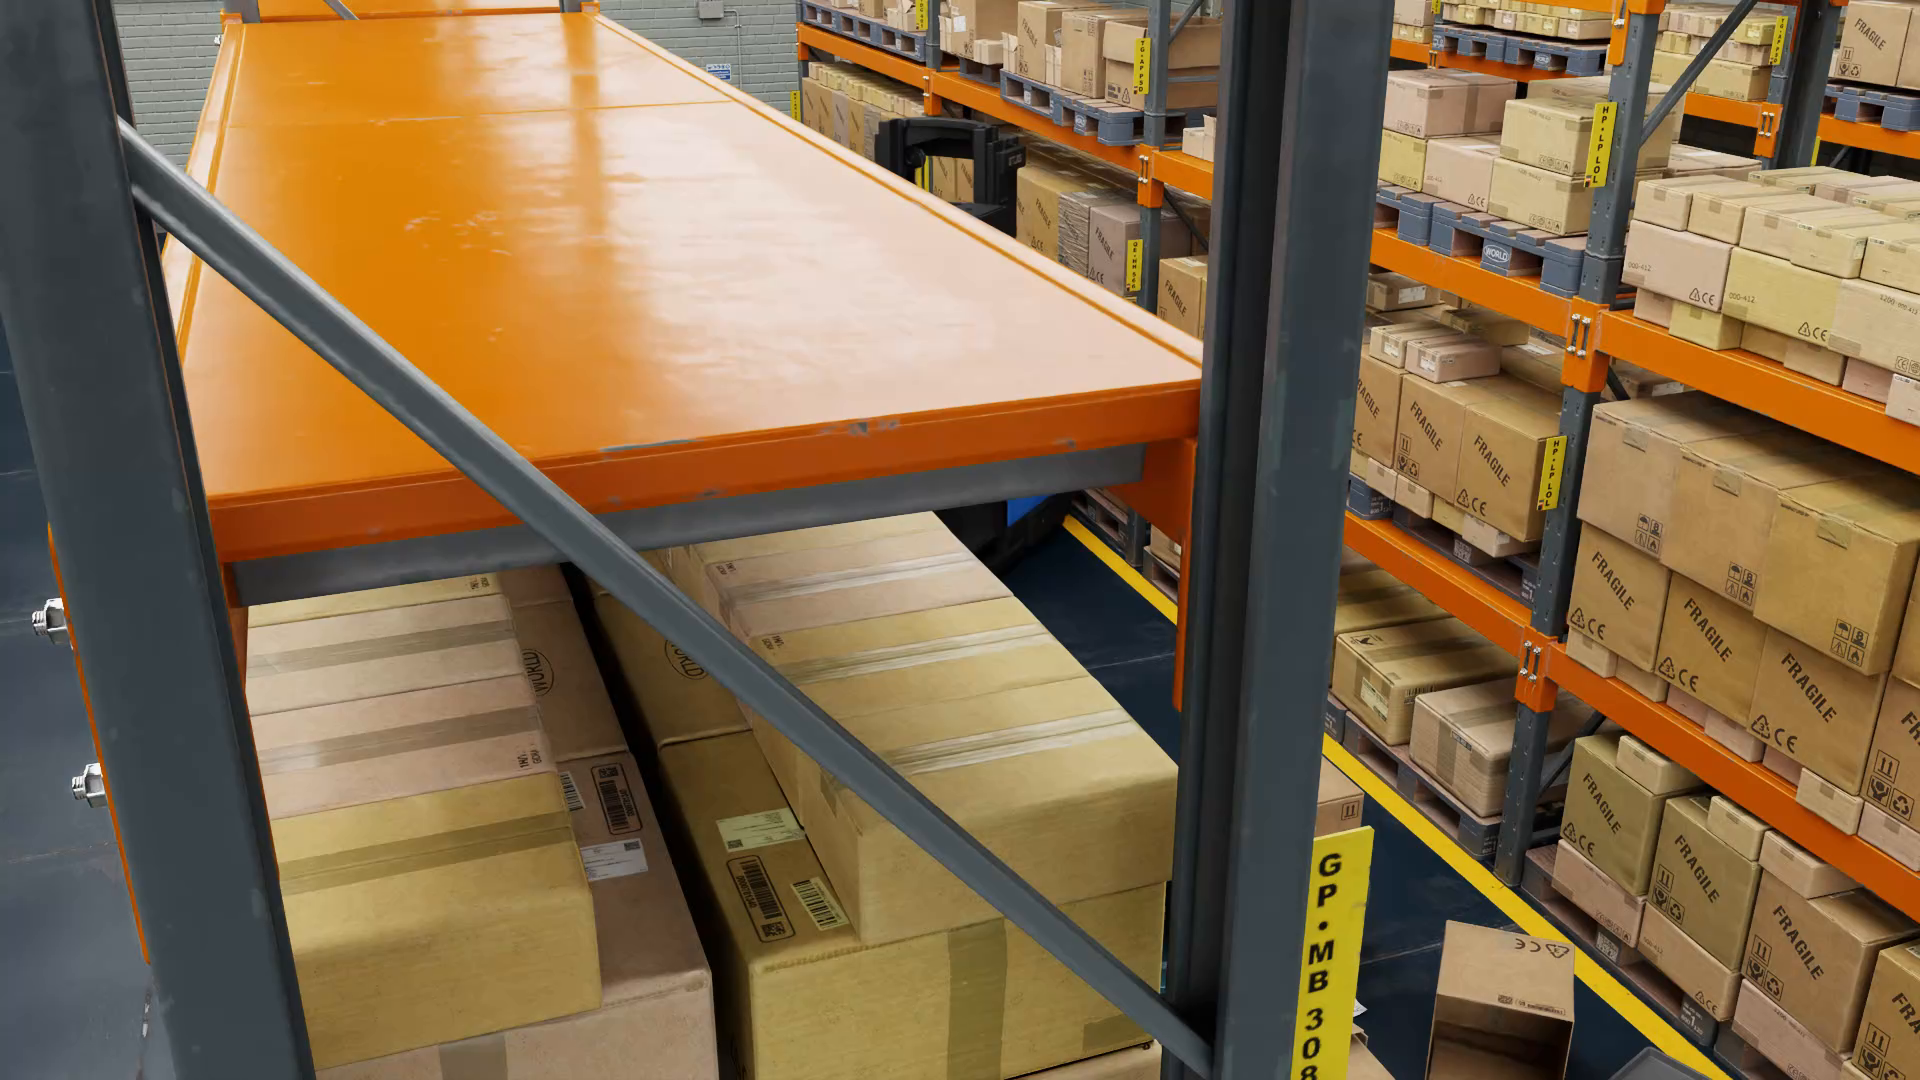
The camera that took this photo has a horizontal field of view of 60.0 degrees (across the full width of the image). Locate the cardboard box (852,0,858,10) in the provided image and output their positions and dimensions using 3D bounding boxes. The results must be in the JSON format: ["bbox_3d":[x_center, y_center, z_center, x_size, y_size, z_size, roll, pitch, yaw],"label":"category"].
[{"bbox_3d":[-0.723,-5.216,15.848,0.500,0.311,0.500,-8,24,-18],"label":"cardboard box"}]

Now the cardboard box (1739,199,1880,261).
[{"bbox_3d":[3.044,-1.113,5.964,0.380,0.149,0.250,-9,25,-21],"label":"cardboard box"}]

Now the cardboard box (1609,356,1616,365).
[{"bbox_3d":[5.558,-1.501,14.127,0.500,0.500,0.500,-7,24,-17],"label":"cardboard box"}]

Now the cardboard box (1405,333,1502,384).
[{"bbox_3d":[2.404,-0.887,8.105,0.380,0.149,0.250,-9,25,-21],"label":"cardboard box"}]

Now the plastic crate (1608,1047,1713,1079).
[{"bbox_3d":[2.822,2.202,6.422,0.402,0.080,0.583,-18,29,-37],"label":"plastic crate"}]

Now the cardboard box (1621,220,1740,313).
[{"bbox_3d":[2.933,-1.079,6.396,0.500,0.250,0.500,-9,24,-20],"label":"cardboard box"}]

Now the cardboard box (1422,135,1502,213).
[{"bbox_3d":[2.518,-1.710,7.735,0.500,0.250,0.500,-8,24,-18],"label":"cardboard box"}]

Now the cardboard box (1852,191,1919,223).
[{"bbox_3d":[3.522,-1.184,6.132,0.380,0.149,0.250,-8,24,-18],"label":"cardboard box"}]

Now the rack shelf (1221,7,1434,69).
[{"bbox_3d":[4.144,-5.193,17.273,1.077,0.370,4.000,-8,24,-19],"label":"rack shelf"}]

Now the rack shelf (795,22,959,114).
[{"bbox_3d":[-0.499,-4.511,15.654,1.077,0.370,4.000,-8,24,-19],"label":"rack shelf"}]

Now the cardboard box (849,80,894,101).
[{"bbox_3d":[-0.830,-4.256,15.734,0.380,0.149,0.250,-9,24,-20],"label":"cardboard box"}]

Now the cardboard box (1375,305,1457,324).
[{"bbox_3d":[2.606,-0.961,9.116,0.500,0.500,0.500,-9,25,-21],"label":"cardboard box"}]

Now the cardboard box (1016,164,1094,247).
[{"bbox_3d":[0.663,-2.490,12.380,0.500,0.500,0.500,-9,24,-20],"label":"cardboard box"}]

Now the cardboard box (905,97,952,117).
[{"bbox_3d":[-0.269,-3.810,14.675,0.380,0.149,0.250,-8,24,-19],"label":"cardboard box"}]

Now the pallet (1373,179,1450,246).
[{"bbox_3d":[2.546,-1.737,8.390,1.213,0.211,1.003,-8,24,-19],"label":"pallet"}]

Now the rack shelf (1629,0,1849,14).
[{"bbox_3d":[3.741,-1.531,4.727,1.077,0.370,4.000,-8,24,-19],"label":"rack shelf"}]

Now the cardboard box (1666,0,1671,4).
[{"bbox_3d":[5.634,-4.409,13.758,0.380,0.149,0.250,-8,24,-18],"label":"cardboard box"}]

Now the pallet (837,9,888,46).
[{"bbox_3d":[-0.498,-4.816,15.566,1.003,0.211,1.213,-8,24,-19],"label":"pallet"}]

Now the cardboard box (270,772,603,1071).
[{"bbox_3d":[-0.584,0.394,1.719,0.380,0.149,0.250,-8,24,-18],"label":"cardboard box"}]

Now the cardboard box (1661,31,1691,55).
[{"bbox_3d":[5.642,-3.835,12.804,0.380,0.149,0.250,-8,24,-19],"label":"cardboard box"}]

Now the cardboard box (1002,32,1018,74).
[{"bbox_3d":[0.526,-3.535,12.045,0.396,0.266,0.258,-6,24,-15],"label":"cardboard box"}]

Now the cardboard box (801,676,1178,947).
[{"bbox_3d":[0.032,0.305,1.931,0.380,0.149,0.250,-8,24,-18],"label":"cardboard box"}]

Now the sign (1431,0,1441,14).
[{"bbox_3d":[4.345,-4.959,15.125,0.100,0.325,0.005,-8,24,-19],"label":"sign"}]

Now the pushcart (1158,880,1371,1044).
[{"bbox_3d":[0.919,1.713,7.200,1.648,0.377,0.936,-18,29,-37],"label":"pushcart"}]

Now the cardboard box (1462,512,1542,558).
[{"bbox_3d":[2.594,-0.053,7.797,0.380,0.149,0.250,-8,24,-18],"label":"cardboard box"}]

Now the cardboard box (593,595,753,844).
[{"bbox_3d":[-0.259,0.258,2.554,0.500,0.250,0.500,-9,24,-20],"label":"cardboard box"}]

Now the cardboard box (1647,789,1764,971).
[{"bbox_3d":[3.190,1.346,6.728,0.500,0.500,0.500,-7,24,-17],"label":"cardboard box"}]

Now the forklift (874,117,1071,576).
[{"bbox_3d":[-0.333,-1.091,10.564,1.130,2.935,3.031,12,25,25],"label":"forklift"}]

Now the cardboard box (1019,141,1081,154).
[{"bbox_3d":[0.790,-2.925,13.412,0.500,0.500,0.500,-8,24,-18],"label":"cardboard box"}]

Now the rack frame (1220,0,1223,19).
[{"bbox_3d":[3.437,-4.869,19.440,1.000,3.000,0.127,-8,24,-19],"label":"rack frame"}]

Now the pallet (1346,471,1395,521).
[{"bbox_3d":[2.359,-0.478,9.268,1.003,0.211,1.213,-8,24,-19],"label":"pallet"}]

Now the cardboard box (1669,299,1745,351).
[{"bbox_3d":[2.953,-0.843,6.349,0.380,0.149,0.250,-8,24,-19],"label":"cardboard box"}]

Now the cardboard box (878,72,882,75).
[{"bbox_3d":[-0.609,-4.718,16.831,0.380,0.149,0.250,-9,24,-20],"label":"cardboard box"}]

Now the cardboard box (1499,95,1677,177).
[{"bbox_3d":[2.710,-1.756,7.202,0.500,0.250,0.500,-8,24,-18],"label":"cardboard box"}]

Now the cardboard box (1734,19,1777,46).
[{"bbox_3d":[5.865,-3.680,12.055,0.380,0.149,0.250,-8,24,-17],"label":"cardboard box"}]

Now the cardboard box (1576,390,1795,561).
[{"bbox_3d":[2.987,-0.281,6.754,0.700,0.500,0.500,-9,24,-20],"label":"cardboard box"}]

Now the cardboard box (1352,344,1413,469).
[{"bbox_3d":[2.303,-0.708,8.514,0.500,0.500,0.500,-7,24,-17],"label":"cardboard box"}]

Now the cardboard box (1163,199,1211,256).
[{"bbox_3d":[1.676,-1.999,11.215,0.500,0.500,0.500,-9,25,-21],"label":"cardboard box"}]

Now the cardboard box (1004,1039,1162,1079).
[{"bbox_3d":[0.031,0.668,2.094,0.380,0.149,0.250,-8,24,-19],"label":"cardboard box"}]

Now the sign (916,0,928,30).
[{"bbox_3d":[-0.311,-4.313,13.492,0.100,0.325,0.005,-8,24,-19],"label":"sign"}]

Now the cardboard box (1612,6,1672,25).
[{"bbox_3d":[5.407,-4.152,13.173,0.380,0.149,0.250,-8,24,-19],"label":"cardboard box"}]

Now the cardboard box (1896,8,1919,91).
[{"bbox_3d":[6.563,-3.164,10.734,0.700,0.500,0.500,-9,24,-20],"label":"cardboard box"}]

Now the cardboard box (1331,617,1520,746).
[{"bbox_3d":[2.589,0.740,8.975,0.950,0.372,0.625,-7,24,-16],"label":"cardboard box"}]

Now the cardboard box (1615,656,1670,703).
[{"bbox_3d":[2.983,0.533,6.948,0.380,0.149,0.250,-8,24,-17],"label":"cardboard box"}]

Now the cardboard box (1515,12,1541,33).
[{"bbox_3d":[4.947,-4.388,14.090,0.380,0.149,0.250,-9,24,-20],"label":"cardboard box"}]

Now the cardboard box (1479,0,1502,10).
[{"bbox_3d":[4.756,-4.705,14.459,0.380,0.149,0.250,-9,24,-20],"label":"cardboard box"}]

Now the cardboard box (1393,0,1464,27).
[{"bbox_3d":[4.446,-5.007,15.715,0.500,0.250,0.500,-8,24,-19],"label":"cardboard box"}]

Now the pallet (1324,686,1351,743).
[{"bbox_3d":[2.323,0.732,9.741,1.003,0.211,1.213,-8,24,-19],"label":"pallet"}]

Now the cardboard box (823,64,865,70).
[{"bbox_3d":[-1.180,-4.740,16.882,0.380,0.149,0.250,-8,24,-18],"label":"cardboard box"}]

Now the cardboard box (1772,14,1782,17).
[{"bbox_3d":[6.330,-3.864,12.490,0.380,0.149,0.250,-8,24,-19],"label":"cardboard box"}]

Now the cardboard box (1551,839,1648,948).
[{"bbox_3d":[2.990,1.499,7.332,0.500,0.250,0.500,-10,25,-21],"label":"cardboard box"}]

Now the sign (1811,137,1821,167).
[{"bbox_3d":[3.539,-1.524,6.976,0.100,0.325,0.005,-8,24,-19],"label":"sign"}]

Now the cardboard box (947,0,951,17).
[{"bbox_3d":[0.197,-4.644,14.245,0.500,0.500,0.500,-8,24,-18],"label":"cardboard box"}]

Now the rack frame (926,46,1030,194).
[{"bbox_3d":[0.208,-2.733,14.372,1.000,3.000,0.127,-8,24,-19],"label":"rack frame"}]

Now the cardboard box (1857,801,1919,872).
[{"bbox_3d":[3.404,1.002,5.835,0.380,0.149,0.250,-8,24,-19],"label":"cardboard box"}]

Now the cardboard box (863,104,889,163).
[{"bbox_3d":[-0.577,-3.743,15.351,0.500,0.500,0.500,-8,24,-18],"label":"cardboard box"}]

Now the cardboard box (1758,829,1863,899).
[{"bbox_3d":[3.259,1.192,6.259,0.380,0.149,0.250,-7,24,-16],"label":"cardboard box"}]
